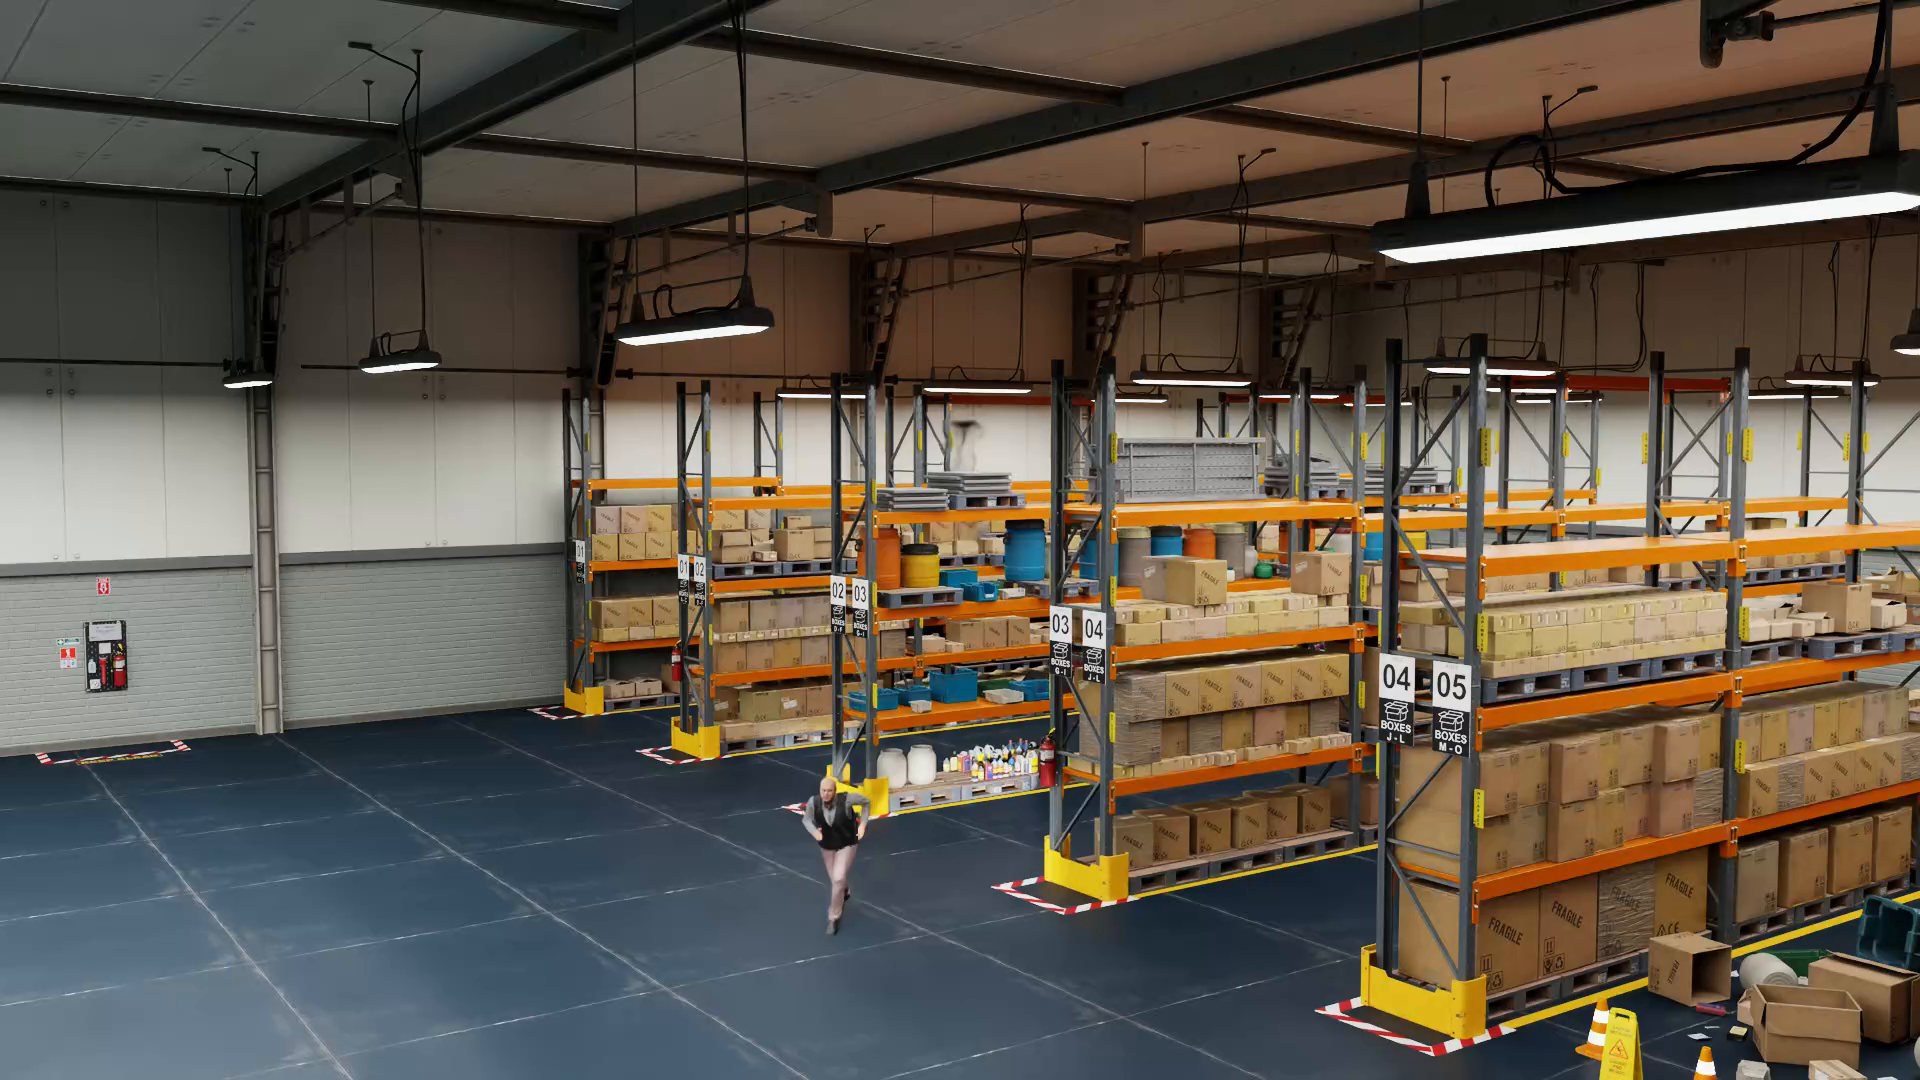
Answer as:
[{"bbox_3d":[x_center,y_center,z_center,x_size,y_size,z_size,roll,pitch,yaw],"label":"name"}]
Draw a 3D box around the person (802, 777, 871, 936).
[{"bbox_3d":[-1.271,3.255,17.473,0.701,1.680,0.986,1,4,9],"label":"person"}]
